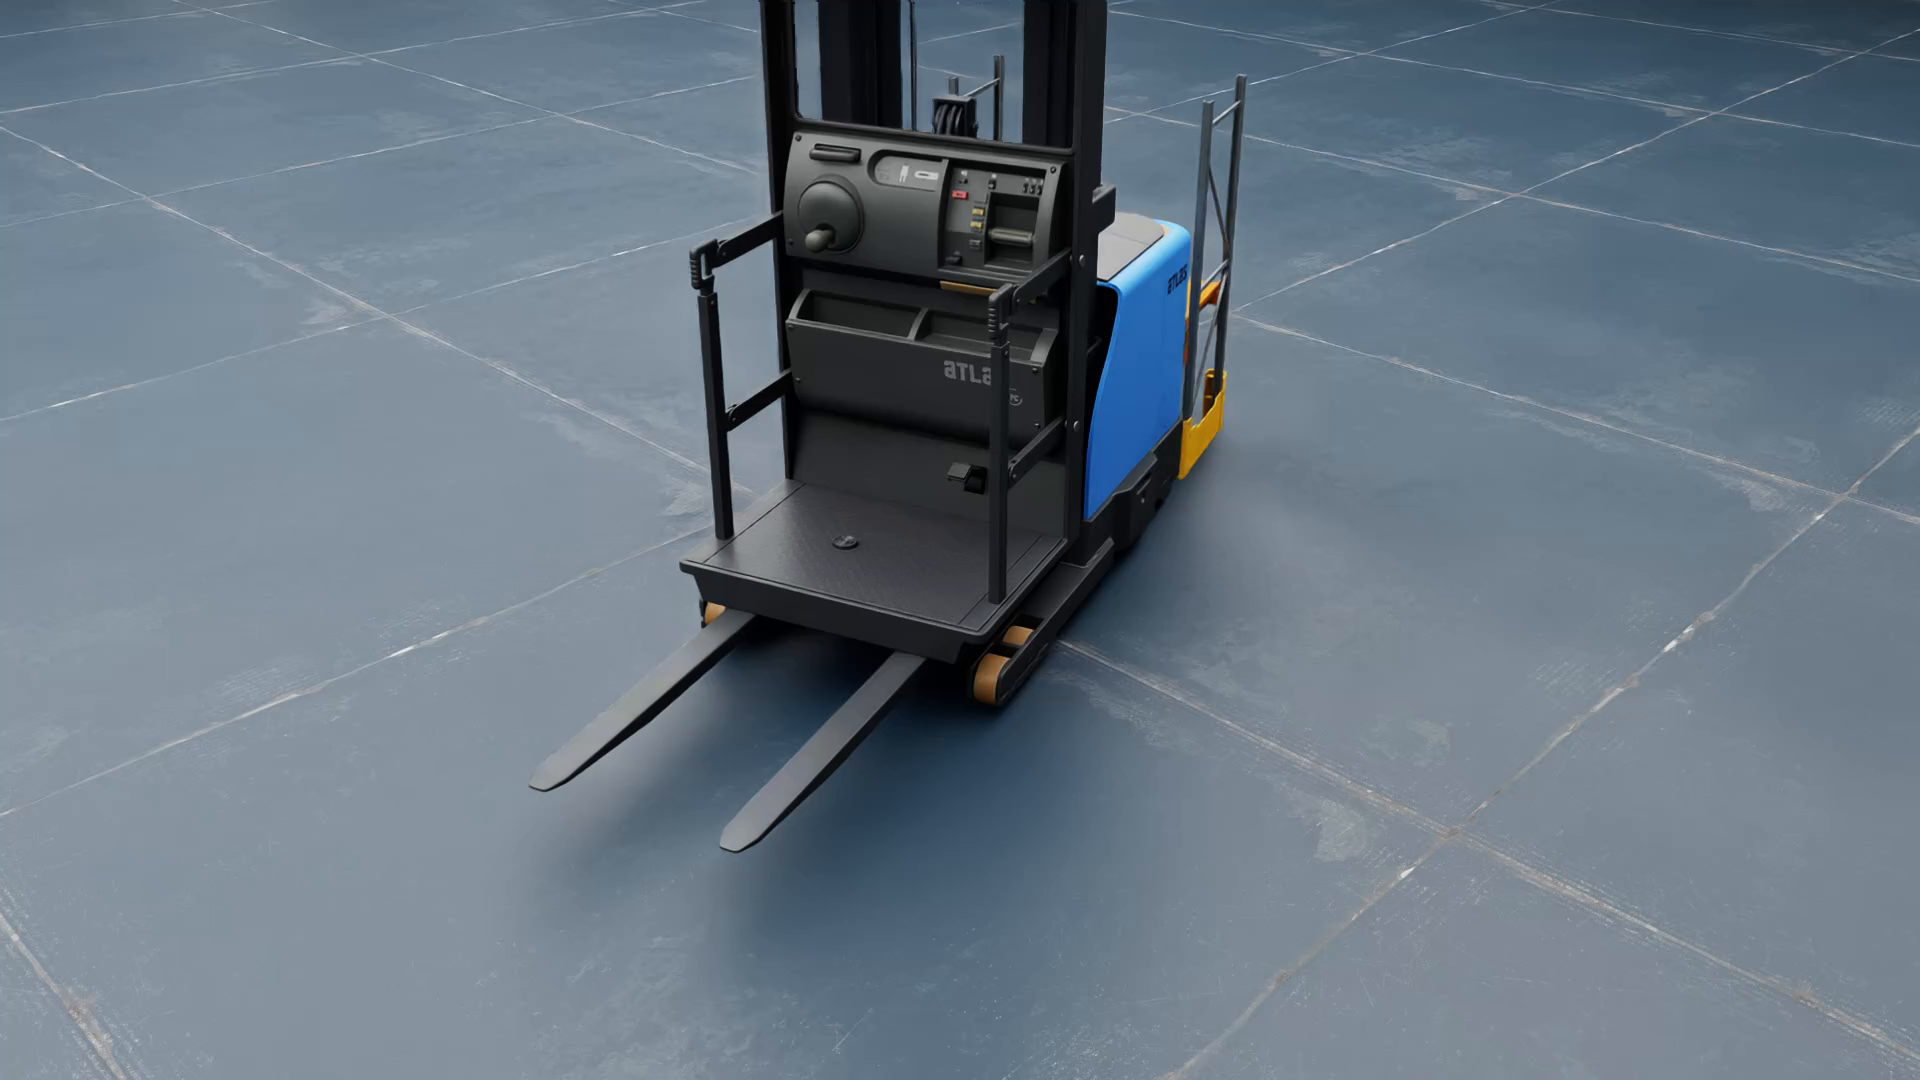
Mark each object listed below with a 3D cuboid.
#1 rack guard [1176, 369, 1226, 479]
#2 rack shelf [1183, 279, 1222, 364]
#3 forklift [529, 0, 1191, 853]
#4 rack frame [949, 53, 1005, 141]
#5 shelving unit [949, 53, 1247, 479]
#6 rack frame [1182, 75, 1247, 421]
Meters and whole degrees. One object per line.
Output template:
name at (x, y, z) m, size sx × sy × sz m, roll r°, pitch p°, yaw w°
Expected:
rack guard at (0.982, -0.489, 6.911) m, size 0.087 × 0.250 × 0.587 m, roll 12°, pitch 30°, yaw 21°
rack shelf at (0.535, -0.974, 6.878) m, size 1.000 × 0.185 × 0.538 m, roll 12°, pitch 30°, yaw 21°
forklift at (-0.218, -1.004, 5.010) m, size 1.130 × 2.935 × 3.031 m, roll 13°, pitch 30°, yaw 22°
rack frame at (0.070, -1.229, 6.976) m, size 0.032 × 1.500 × 0.500 m, roll 12°, pitch 30°, yaw 21°
shelving unit at (0.527, -1.135, 6.798) m, size 1.083 × 1.500 × 0.587 m, roll 12°, pitch 30°, yaw 21°
rack frame at (1.000, -1.038, 6.613) m, size 0.032 × 1.500 × 0.500 m, roll 12°, pitch 30°, yaw 21°
